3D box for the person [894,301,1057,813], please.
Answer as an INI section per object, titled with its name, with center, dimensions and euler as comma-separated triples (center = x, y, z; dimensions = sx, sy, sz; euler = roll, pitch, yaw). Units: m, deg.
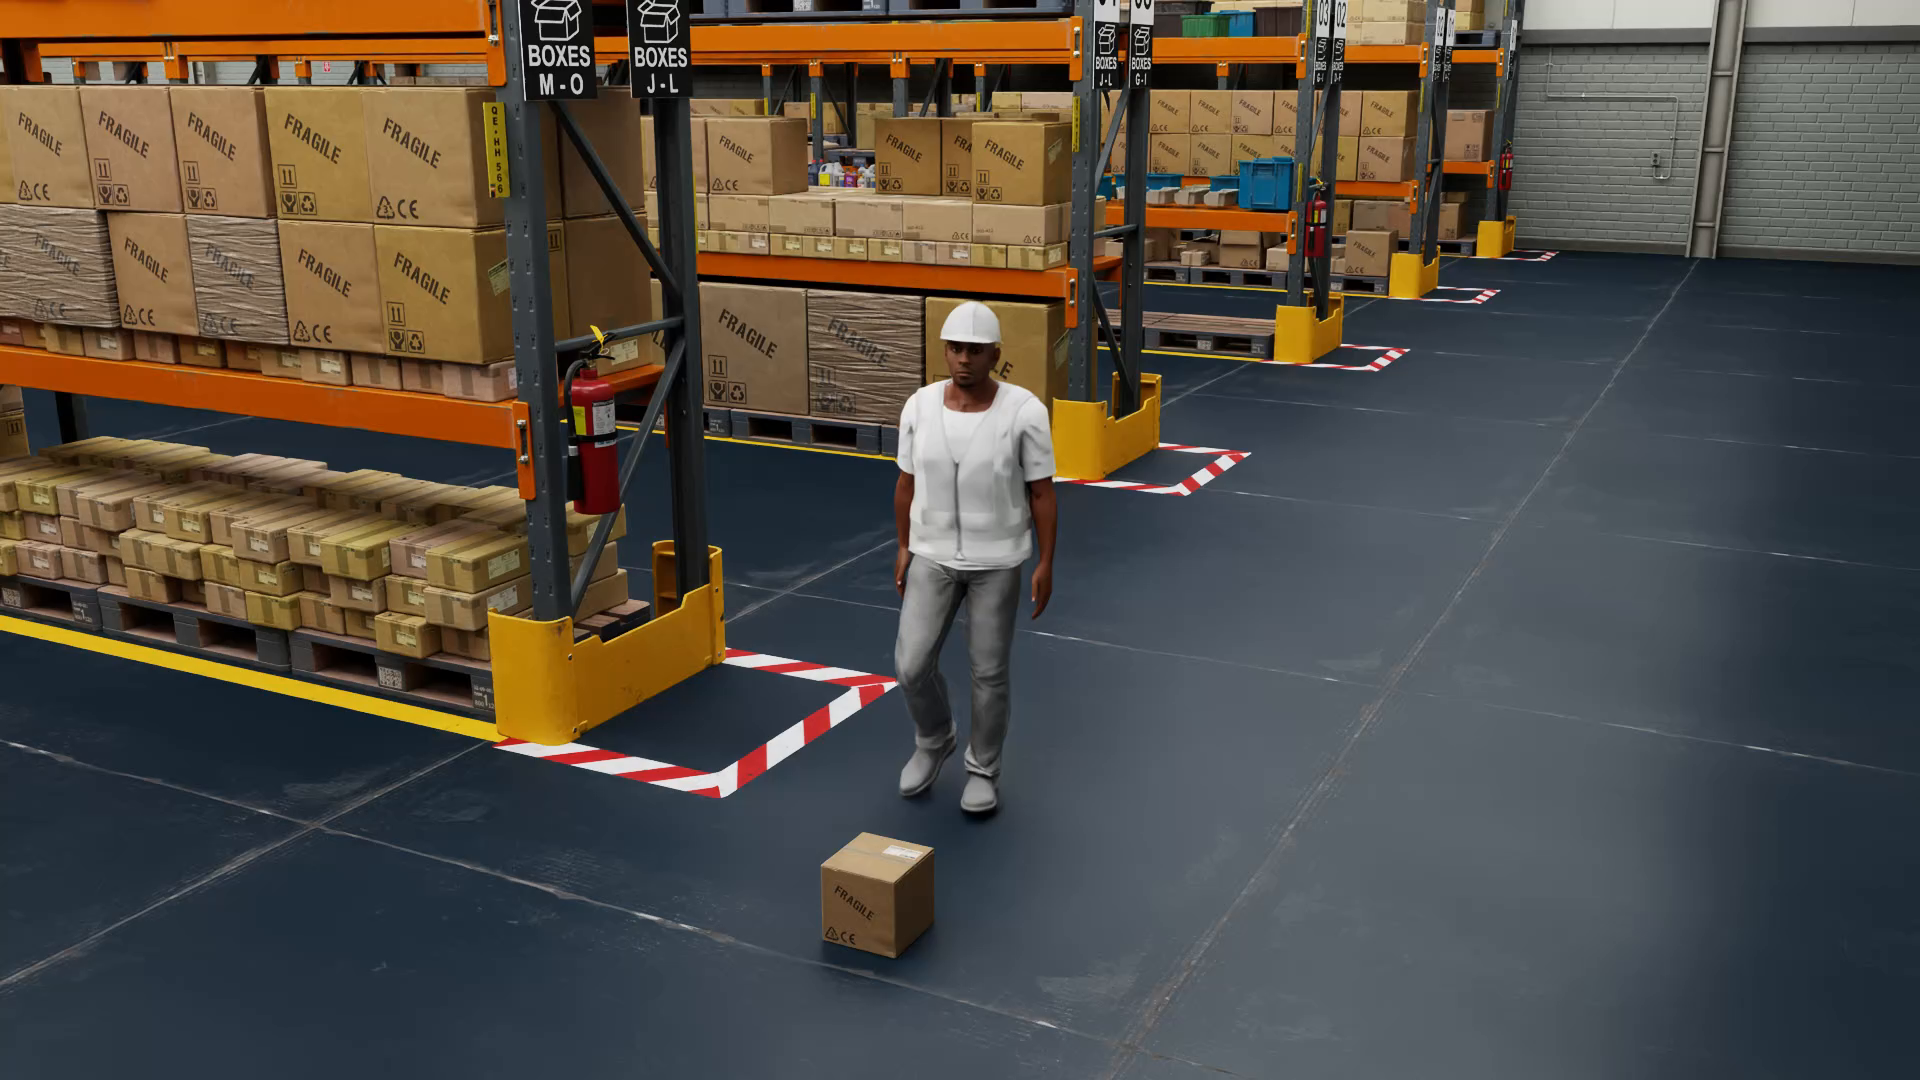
[person]
center = 0.032, 0.080, 5.678
dimensions = 0.589, 1.767, 0.435
euler = 4, 16, 13
